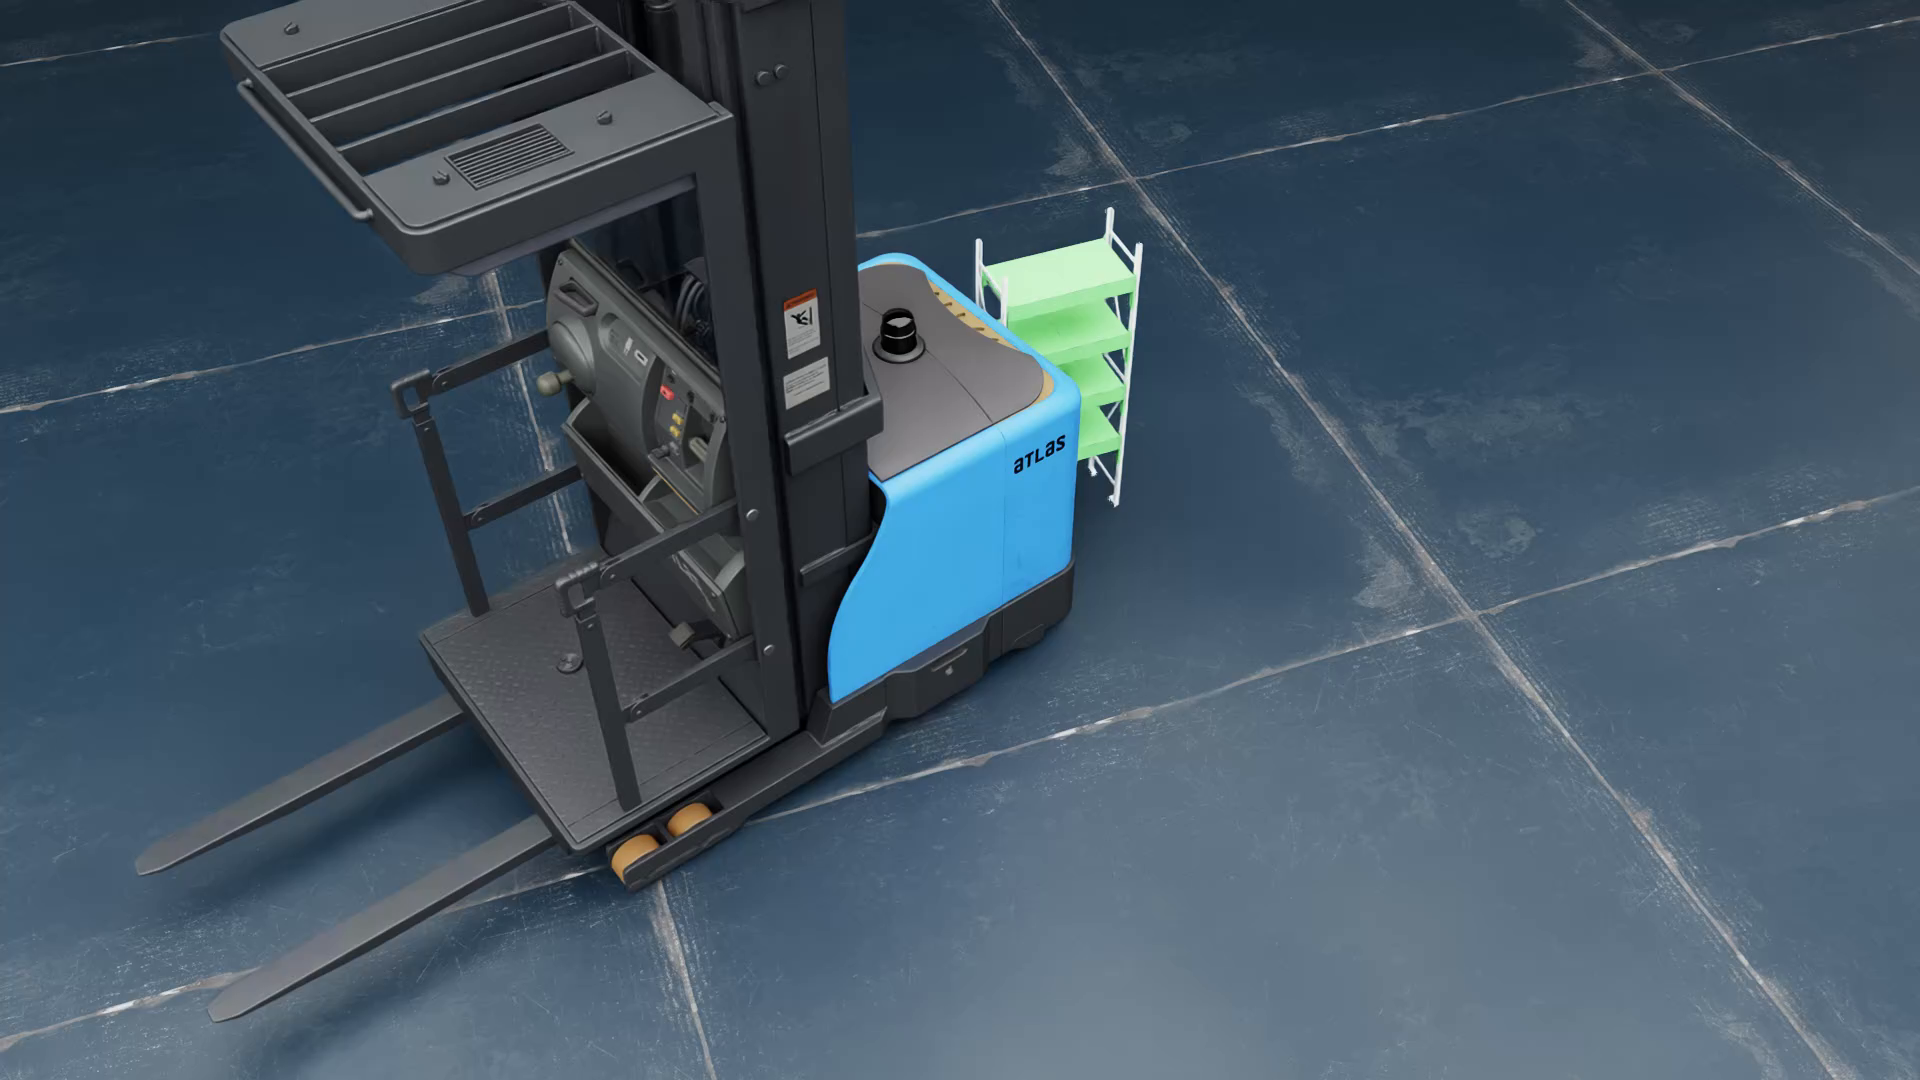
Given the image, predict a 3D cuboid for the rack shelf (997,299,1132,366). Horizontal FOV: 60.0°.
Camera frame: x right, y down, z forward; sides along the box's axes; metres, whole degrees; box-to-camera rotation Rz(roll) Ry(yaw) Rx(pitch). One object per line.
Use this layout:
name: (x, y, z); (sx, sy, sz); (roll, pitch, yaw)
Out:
rack shelf: (0.330, -0.693, 5.845); (0.480, 0.148, 0.258); (-16, 47, -15)

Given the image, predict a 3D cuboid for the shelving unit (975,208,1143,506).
shelving unit: (0.330, -0.569, 5.970); (0.503, 1.200, 0.258); (-16, 47, -15)

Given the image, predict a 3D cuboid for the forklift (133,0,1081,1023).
forklift: (-1.076, -0.384, 4.563); (3.031, 2.935, 1.130); (-29, 52, -26)

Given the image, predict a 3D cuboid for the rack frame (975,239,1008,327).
rack frame: (0.104, -0.503, 5.904); (0.015, 1.200, 0.240); (-16, 47, -15)

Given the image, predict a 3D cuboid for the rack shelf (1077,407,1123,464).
rack shelf: (0.330, -0.354, 6.185); (0.480, 0.148, 0.258); (-16, 47, -15)

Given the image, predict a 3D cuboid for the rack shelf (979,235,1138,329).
rack shelf: (0.330, -0.862, 5.675); (0.480, 0.148, 0.258); (-16, 47, -15)

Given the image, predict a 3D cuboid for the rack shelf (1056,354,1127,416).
rack shelf: (0.330, -0.523, 6.015); (0.480, 0.148, 0.258); (-16, 47, -15)

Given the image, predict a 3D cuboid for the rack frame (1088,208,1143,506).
rack frame: (0.556, -0.634, 6.035); (0.015, 1.200, 0.240); (-16, 47, -15)
